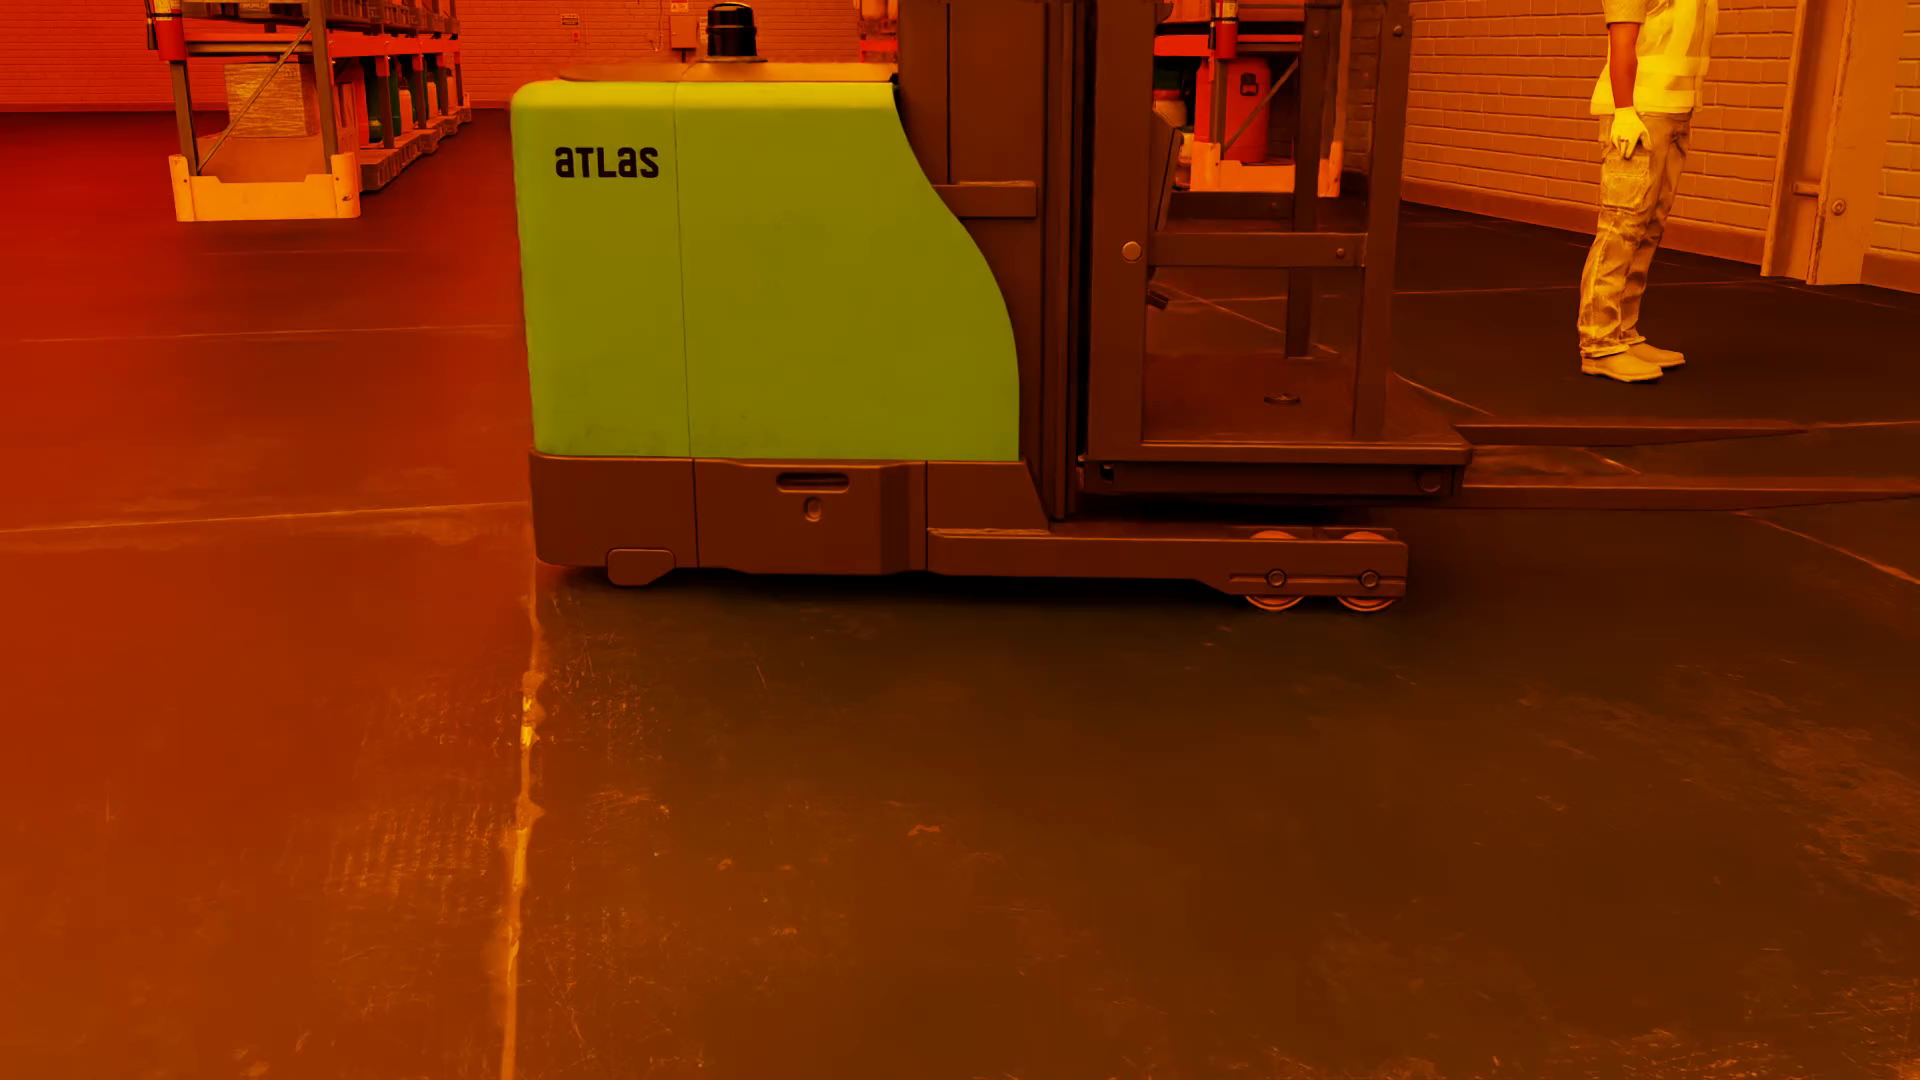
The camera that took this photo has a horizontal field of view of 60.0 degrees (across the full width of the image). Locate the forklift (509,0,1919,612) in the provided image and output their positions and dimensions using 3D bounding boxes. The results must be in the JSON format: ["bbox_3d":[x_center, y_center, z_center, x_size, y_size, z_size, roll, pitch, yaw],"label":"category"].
[{"bbox_3d":[0.599,-1.409,3.612,3.031,2.935,1.130,1,17,3],"label":"forklift"}]

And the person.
[{"bbox_3d":[2.451,-1.485,5.882,0.385,1.789,0.542,13,21,36],"label":"person"}]
